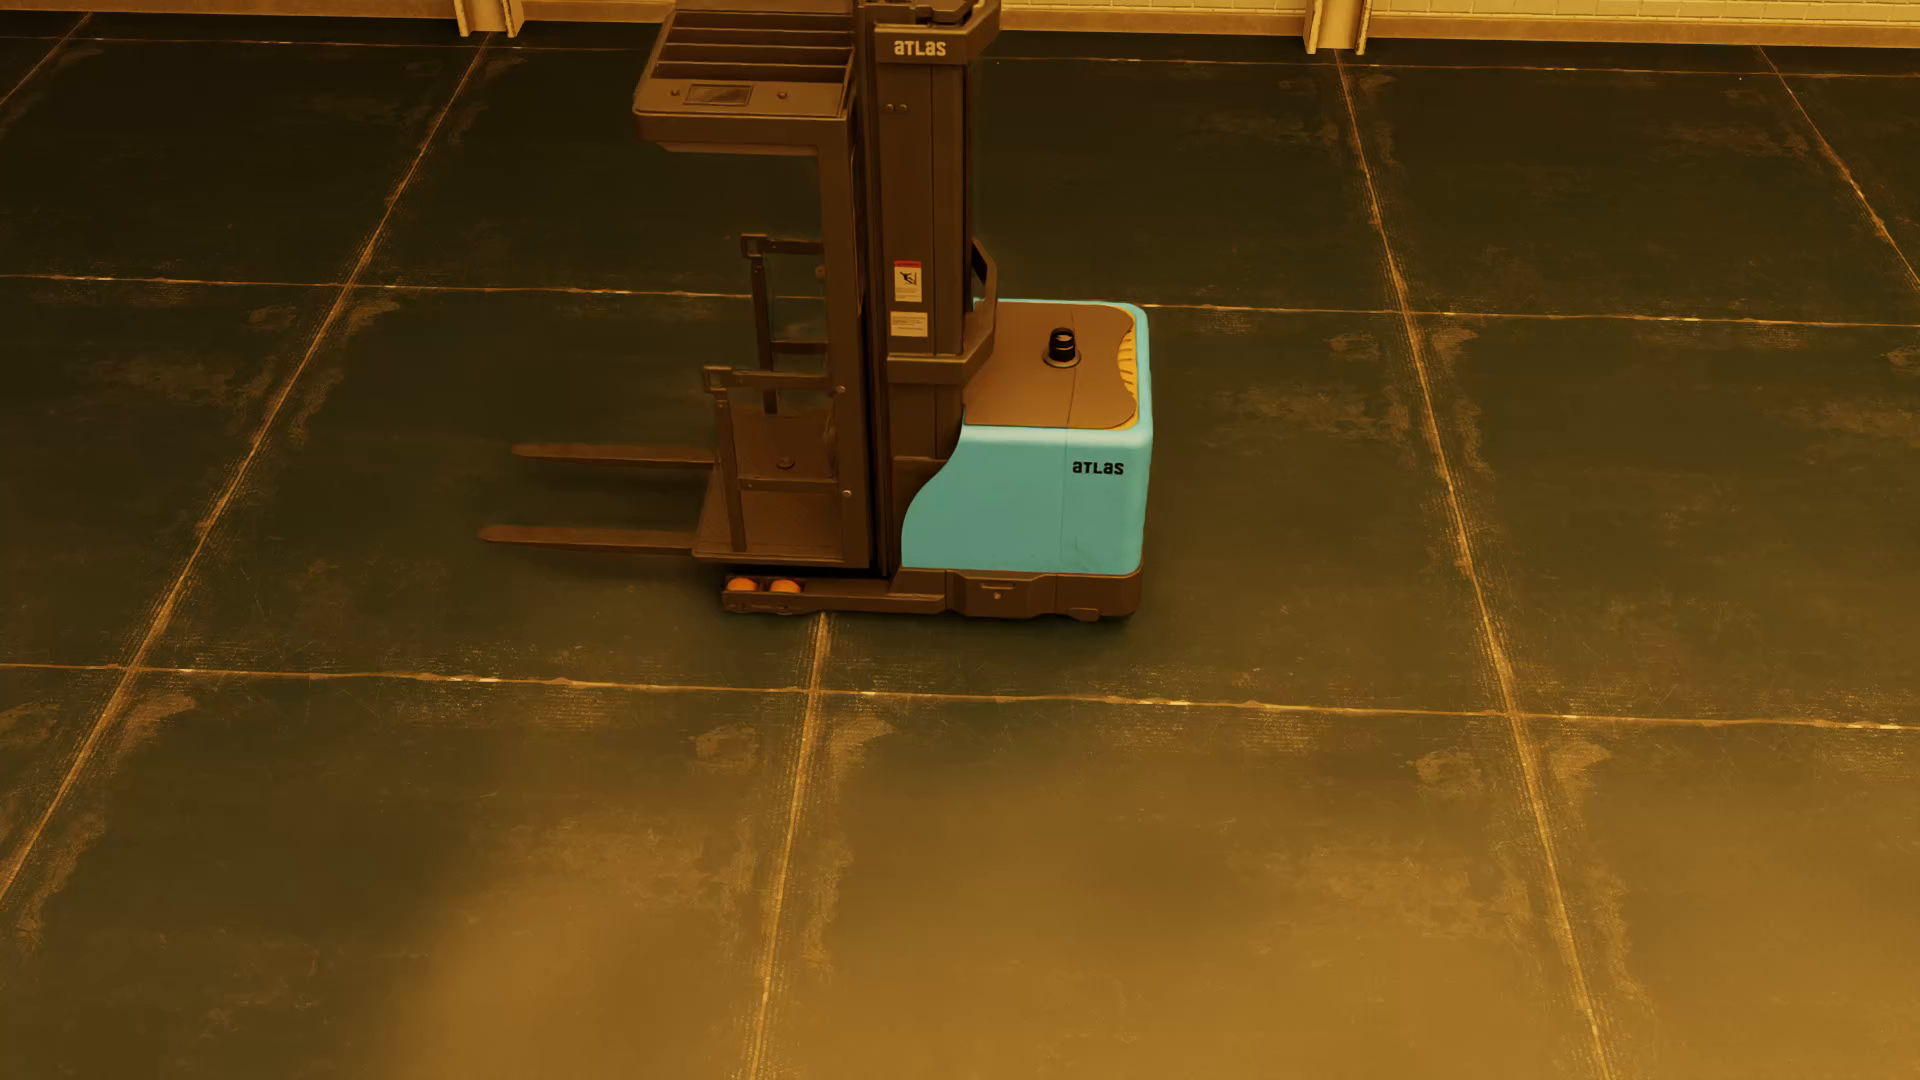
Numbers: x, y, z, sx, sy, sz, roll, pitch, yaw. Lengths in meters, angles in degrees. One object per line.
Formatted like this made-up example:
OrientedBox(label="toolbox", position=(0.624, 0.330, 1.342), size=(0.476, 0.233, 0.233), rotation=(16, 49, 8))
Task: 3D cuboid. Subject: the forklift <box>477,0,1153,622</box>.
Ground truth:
OrientedBox(label="forklift", position=(-0.679, -1.095, 6.942), size=(3.031, 2.935, 1.130), rotation=(2, 42, 2))
